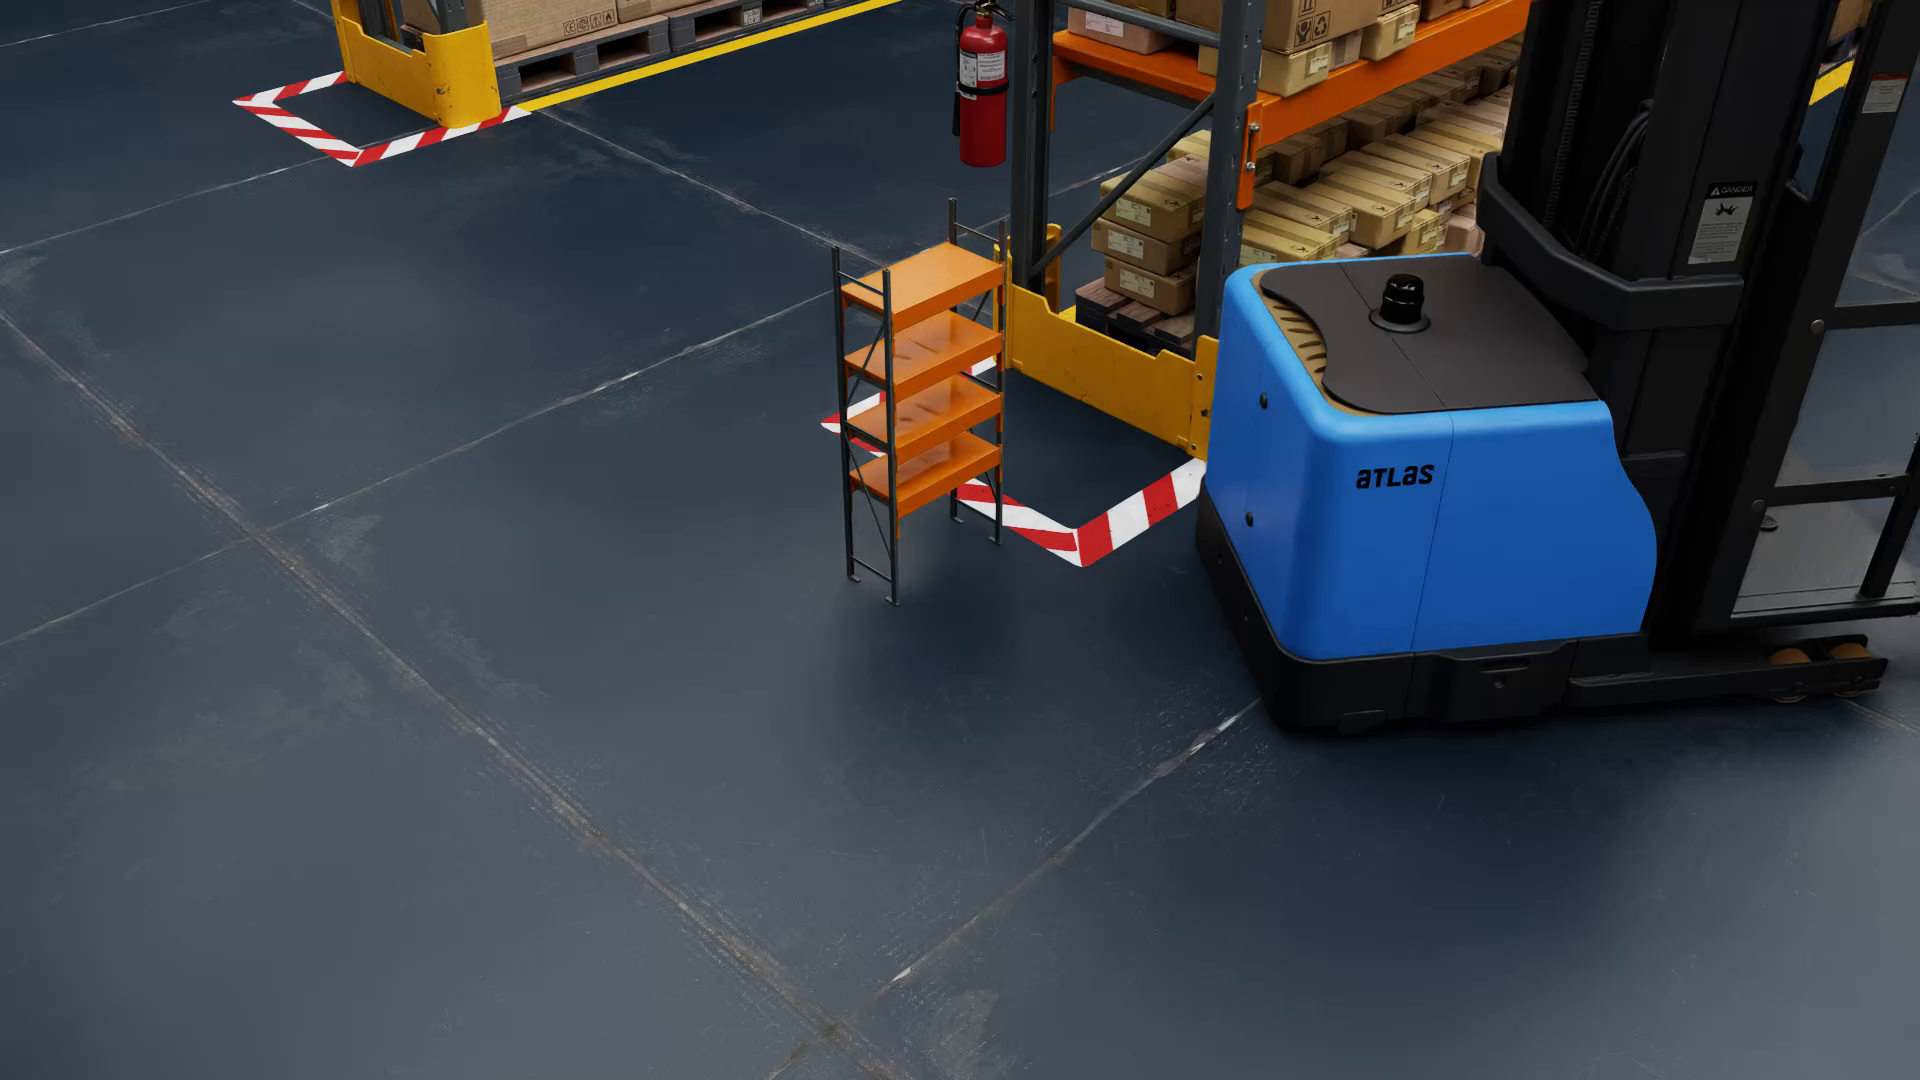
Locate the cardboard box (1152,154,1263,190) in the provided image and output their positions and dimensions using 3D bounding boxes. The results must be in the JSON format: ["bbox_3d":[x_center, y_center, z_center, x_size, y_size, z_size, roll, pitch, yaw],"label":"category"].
[{"bbox_3d":[1.000,-1.420,6.769,0.250,0.149,0.380,-29,44,-35],"label":"cardboard box"}]

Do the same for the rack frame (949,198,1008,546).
[{"bbox_3d":[0.055,-0.524,5.452,0.240,1.200,0.015,30,45,35],"label":"rack frame"}]

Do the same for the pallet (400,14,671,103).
[{"bbox_3d":[-2.487,-2.944,9.787,1.003,0.211,1.213,30,45,35],"label":"pallet"}]

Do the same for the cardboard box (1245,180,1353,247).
[{"bbox_3d":[1.308,-1.261,6.540,0.250,0.149,0.380,-29,44,-35],"label":"cardboard box"}]

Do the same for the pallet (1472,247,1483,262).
[{"bbox_3d":[2.100,-1.473,7.678,1.003,0.211,1.213,30,45,35],"label":"pallet"}]

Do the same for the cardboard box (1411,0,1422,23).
[{"bbox_3d":[1.513,-2.042,6.275,0.250,0.149,0.380,-28,43,-34],"label":"cardboard box"}]

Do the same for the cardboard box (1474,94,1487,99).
[{"bbox_3d":[2.472,-2.147,8.072,0.380,0.149,0.250,27,43,33],"label":"cardboard box"}]

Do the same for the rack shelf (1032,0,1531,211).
[{"bbox_3d":[1.998,-2.294,7.047,1.077,0.370,4.000,30,45,35],"label":"rack shelf"}]

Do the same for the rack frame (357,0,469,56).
[{"bbox_3d":[-2.995,-3.732,8.478,1.000,3.000,0.127,30,45,35],"label":"rack frame"}]

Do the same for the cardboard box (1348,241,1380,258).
[{"bbox_3d":[1.483,-1.235,6.764,0.250,0.149,0.380,-29,44,-35],"label":"cardboard box"}]

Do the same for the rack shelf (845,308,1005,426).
[{"bbox_3d":[-0.117,-0.553,5.221,0.258,0.148,0.480,30,45,35],"label":"rack shelf"}]

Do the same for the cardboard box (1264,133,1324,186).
[{"bbox_3d":[1.320,-1.656,7.108,0.380,0.149,0.250,28,43,34],"label":"cardboard box"}]

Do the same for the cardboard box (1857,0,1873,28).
[{"bbox_3d":[5.218,-3.369,9.777,0.500,0.500,0.500,27,43,33],"label":"cardboard box"}]

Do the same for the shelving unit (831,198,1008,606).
[{"bbox_3d":[-0.117,-0.425,5.310,0.258,1.200,0.503,30,45,35],"label":"shelving unit"}]

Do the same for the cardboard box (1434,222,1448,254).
[{"bbox_3d":[1.852,-1.309,7.129,0.380,0.149,0.250,30,45,35],"label":"cardboard box"}]

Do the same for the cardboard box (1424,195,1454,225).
[{"bbox_3d":[1.860,-1.442,7.060,0.380,0.149,0.250,27,43,33],"label":"cardboard box"}]

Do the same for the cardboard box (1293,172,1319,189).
[{"bbox_3d":[1.386,-1.511,7.160,0.380,0.149,0.250,29,44,35],"label":"cardboard box"}]

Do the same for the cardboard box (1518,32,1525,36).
[{"bbox_3d":[2.782,-2.504,8.323,0.250,0.149,0.380,-28,43,-34],"label":"cardboard box"}]

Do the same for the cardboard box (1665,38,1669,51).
[{"bbox_3d":[3.341,-2.399,8.173,0.250,0.149,0.380,-29,44,-34],"label":"cardboard box"}]

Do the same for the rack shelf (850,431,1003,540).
[{"bbox_3d":[-0.117,-0.207,5.463,0.258,0.148,0.480,30,45,35],"label":"rack shelf"}]

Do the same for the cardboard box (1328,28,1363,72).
[{"bbox_3d":[1.200,-1.794,5.920,0.250,0.149,0.380,-28,44,-34],"label":"cardboard box"}]

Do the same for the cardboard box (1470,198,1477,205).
[{"bbox_3d":[2.266,-1.498,7.400,0.380,0.149,0.250,30,45,35],"label":"cardboard box"}]

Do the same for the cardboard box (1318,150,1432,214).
[{"bbox_3d":[1.693,-1.445,6.805,0.380,0.149,0.250,27,43,33],"label":"cardboard box"}]

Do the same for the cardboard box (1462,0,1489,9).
[{"bbox_3d":[1.915,-2.231,6.546,0.380,0.149,0.250,29,44,34],"label":"cardboard box"}]

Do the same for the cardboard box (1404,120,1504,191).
[{"bbox_3d":[2.113,-1.642,7.088,0.250,0.149,0.380,-29,44,-35],"label":"cardboard box"}]

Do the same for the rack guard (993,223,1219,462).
[{"bbox_3d":[0.643,-0.783,6.436,1.175,0.500,0.348,30,45,35],"label":"rack guard"}]

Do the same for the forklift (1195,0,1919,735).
[{"bbox_3d":[2.350,-1.005,4.628,3.031,2.935,1.130,-4,35,-6],"label":"forklift"}]

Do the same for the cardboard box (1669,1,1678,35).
[{"bbox_3d":[4.116,-2.741,8.877,0.500,0.500,0.500,-28,44,-34],"label":"cardboard box"}]

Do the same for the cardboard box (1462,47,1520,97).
[{"bbox_3d":[2.471,-2.266,7.983,0.380,0.149,0.250,28,44,34],"label":"cardboard box"}]

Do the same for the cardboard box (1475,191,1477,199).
[{"bbox_3d":[2.220,-1.674,7.393,0.250,0.149,0.380,-28,43,-34],"label":"cardboard box"}]

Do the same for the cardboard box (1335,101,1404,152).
[{"bbox_3d":[1.734,-1.850,7.386,0.380,0.149,0.250,28,44,34],"label":"cardboard box"}]

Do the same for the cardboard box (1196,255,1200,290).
[{"bbox_3d":[1.141,-1.012,6.444,0.250,0.149,0.380,-28,44,-34],"label":"cardboard box"}]

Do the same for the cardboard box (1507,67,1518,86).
[{"bbox_3d":[2.781,-2.101,7.746,0.250,0.149,0.380,-28,44,-34],"label":"cardboard box"}]

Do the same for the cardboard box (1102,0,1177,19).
[{"bbox_3d":[0.723,-2.227,5.973,0.500,0.500,0.500,-29,44,-35],"label":"cardboard box"}]

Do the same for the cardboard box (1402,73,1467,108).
[{"bbox_3d":[2.100,-2.052,7.675,0.380,0.149,0.250,28,43,34],"label":"cardboard box"}]

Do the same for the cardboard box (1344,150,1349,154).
[{"bbox_3d":[1.673,-1.755,7.510,0.250,0.149,0.380,-28,43,-34],"label":"cardboard box"}]

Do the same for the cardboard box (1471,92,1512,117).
[{"bbox_3d":[2.475,-1.840,7.371,0.380,0.149,0.250,28,44,34],"label":"cardboard box"}]

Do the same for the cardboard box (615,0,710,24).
[{"bbox_3d":[-1.962,-3.536,10.071,0.875,0.438,0.875,-29,44,-34],"label":"cardboard box"}]

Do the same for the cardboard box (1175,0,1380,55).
[{"bbox_3d":[1.102,-2.012,5.665,0.500,0.500,0.500,-28,43,-34],"label":"cardboard box"}]

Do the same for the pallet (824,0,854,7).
[{"bbox_3d":[-0.768,-3.934,11.207,1.003,0.211,1.213,30,45,35],"label":"pallet"}]
